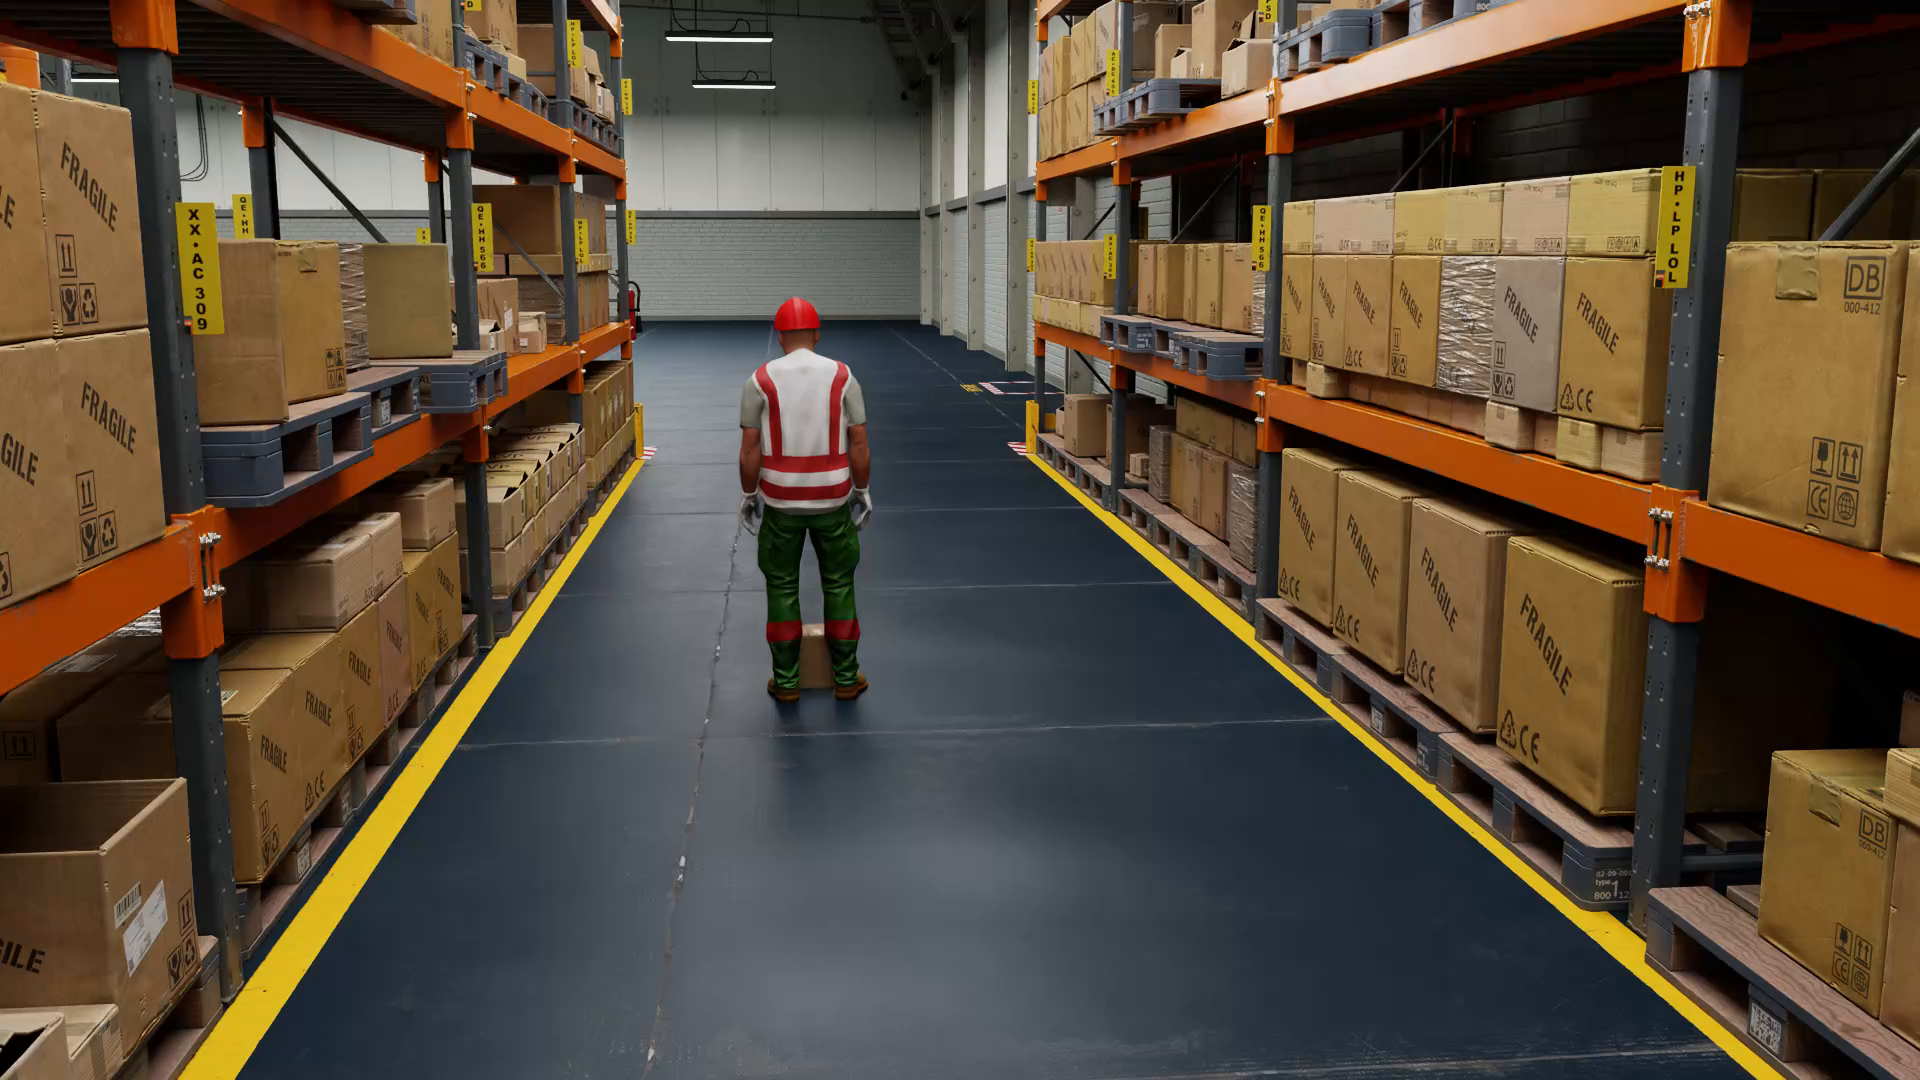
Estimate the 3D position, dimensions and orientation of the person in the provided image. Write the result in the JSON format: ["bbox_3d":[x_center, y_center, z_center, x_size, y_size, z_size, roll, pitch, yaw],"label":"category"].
[{"bbox_3d":[-0.682,-0.175,7.363,0.592,1.778,0.447,-1,10,-8],"label":"person"}]
